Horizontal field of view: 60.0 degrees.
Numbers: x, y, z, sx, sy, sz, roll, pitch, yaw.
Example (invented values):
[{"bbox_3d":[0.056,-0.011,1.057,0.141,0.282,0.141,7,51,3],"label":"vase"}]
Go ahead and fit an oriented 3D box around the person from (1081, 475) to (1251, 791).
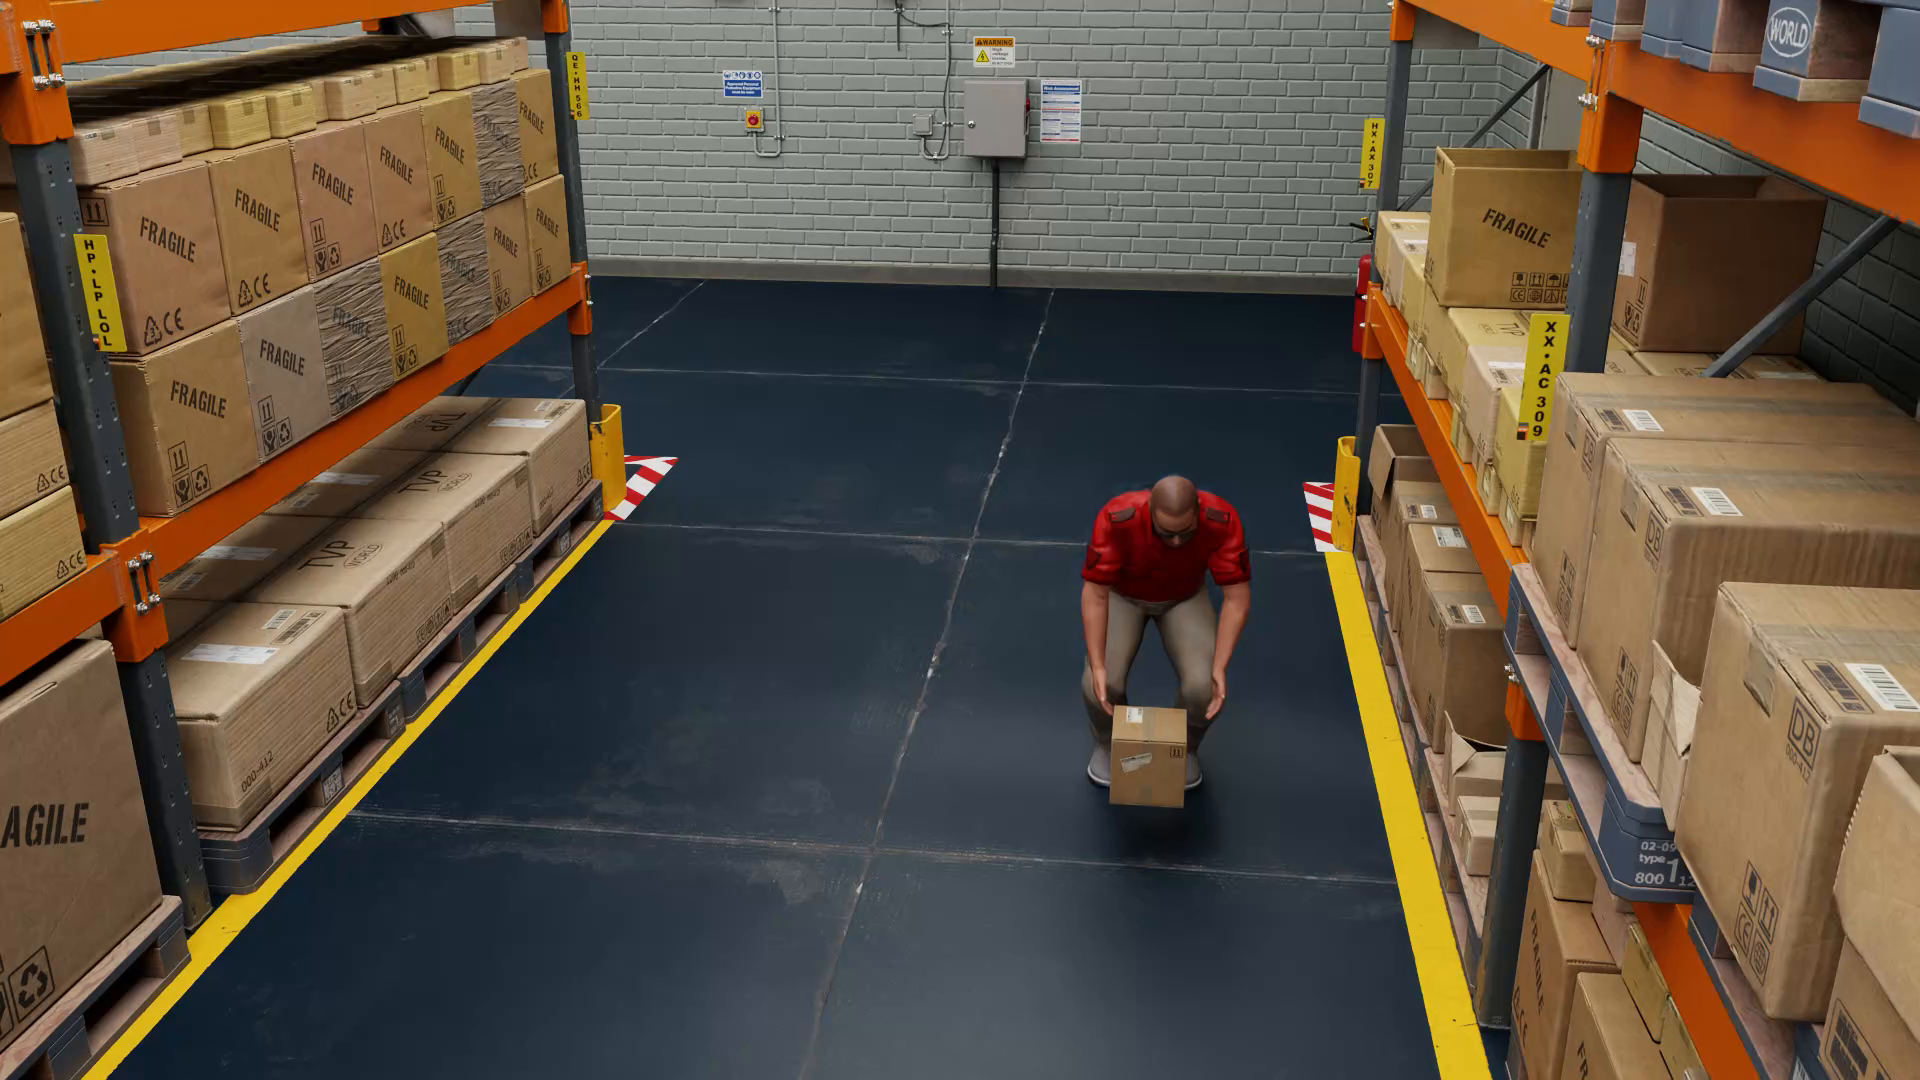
[{"bbox_3d":[0.731,0.291,5.966,0.589,1.293,0.767,2,21,6],"label":"person"}]
